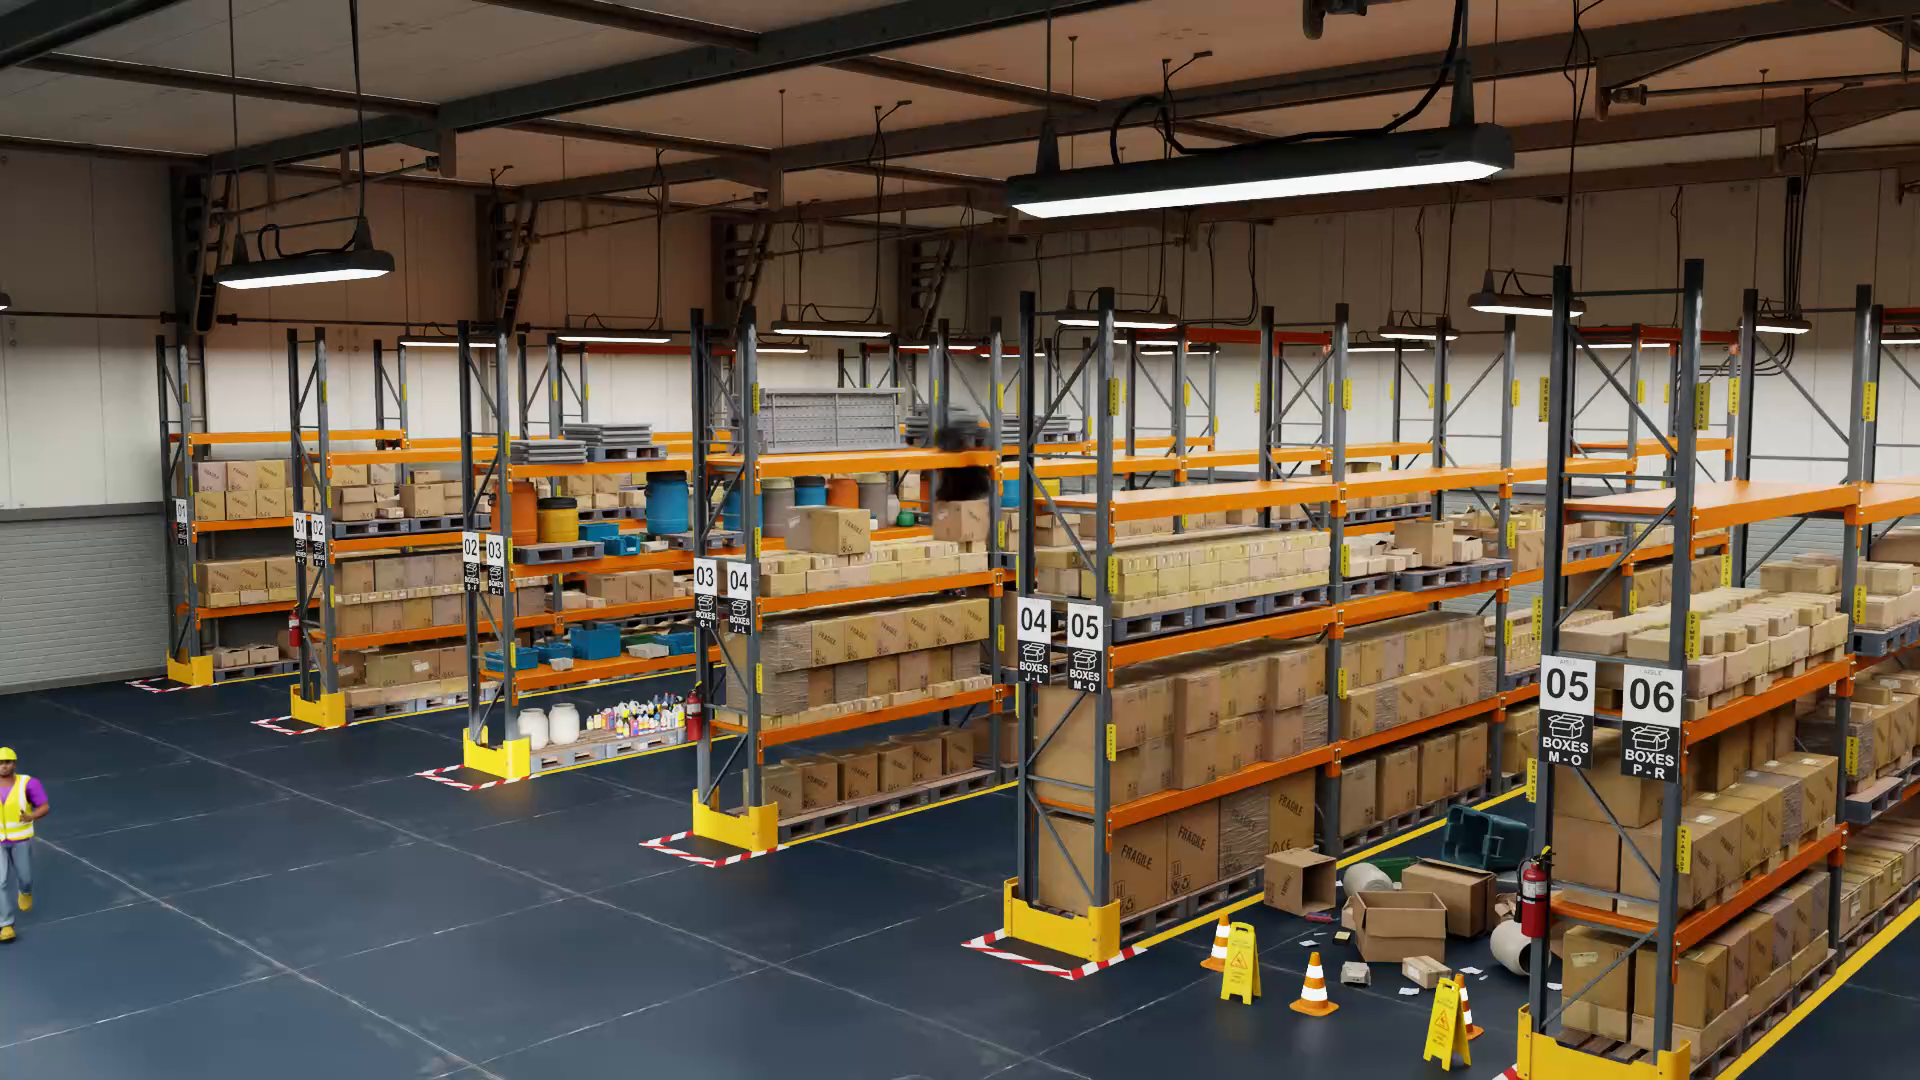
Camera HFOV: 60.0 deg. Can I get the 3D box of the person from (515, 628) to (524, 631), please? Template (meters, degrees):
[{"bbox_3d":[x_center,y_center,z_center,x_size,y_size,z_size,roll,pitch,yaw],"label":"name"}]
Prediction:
[{"bbox_3d":[-8.054,1.544,30.228,0.548,1.562,0.805,4,7,35],"label":"person"}]

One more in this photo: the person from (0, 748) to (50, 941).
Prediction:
[{"bbox_3d":[-8.979,2.822,15.688,0.714,1.745,0.907,-3,6,-27],"label":"person"}]
